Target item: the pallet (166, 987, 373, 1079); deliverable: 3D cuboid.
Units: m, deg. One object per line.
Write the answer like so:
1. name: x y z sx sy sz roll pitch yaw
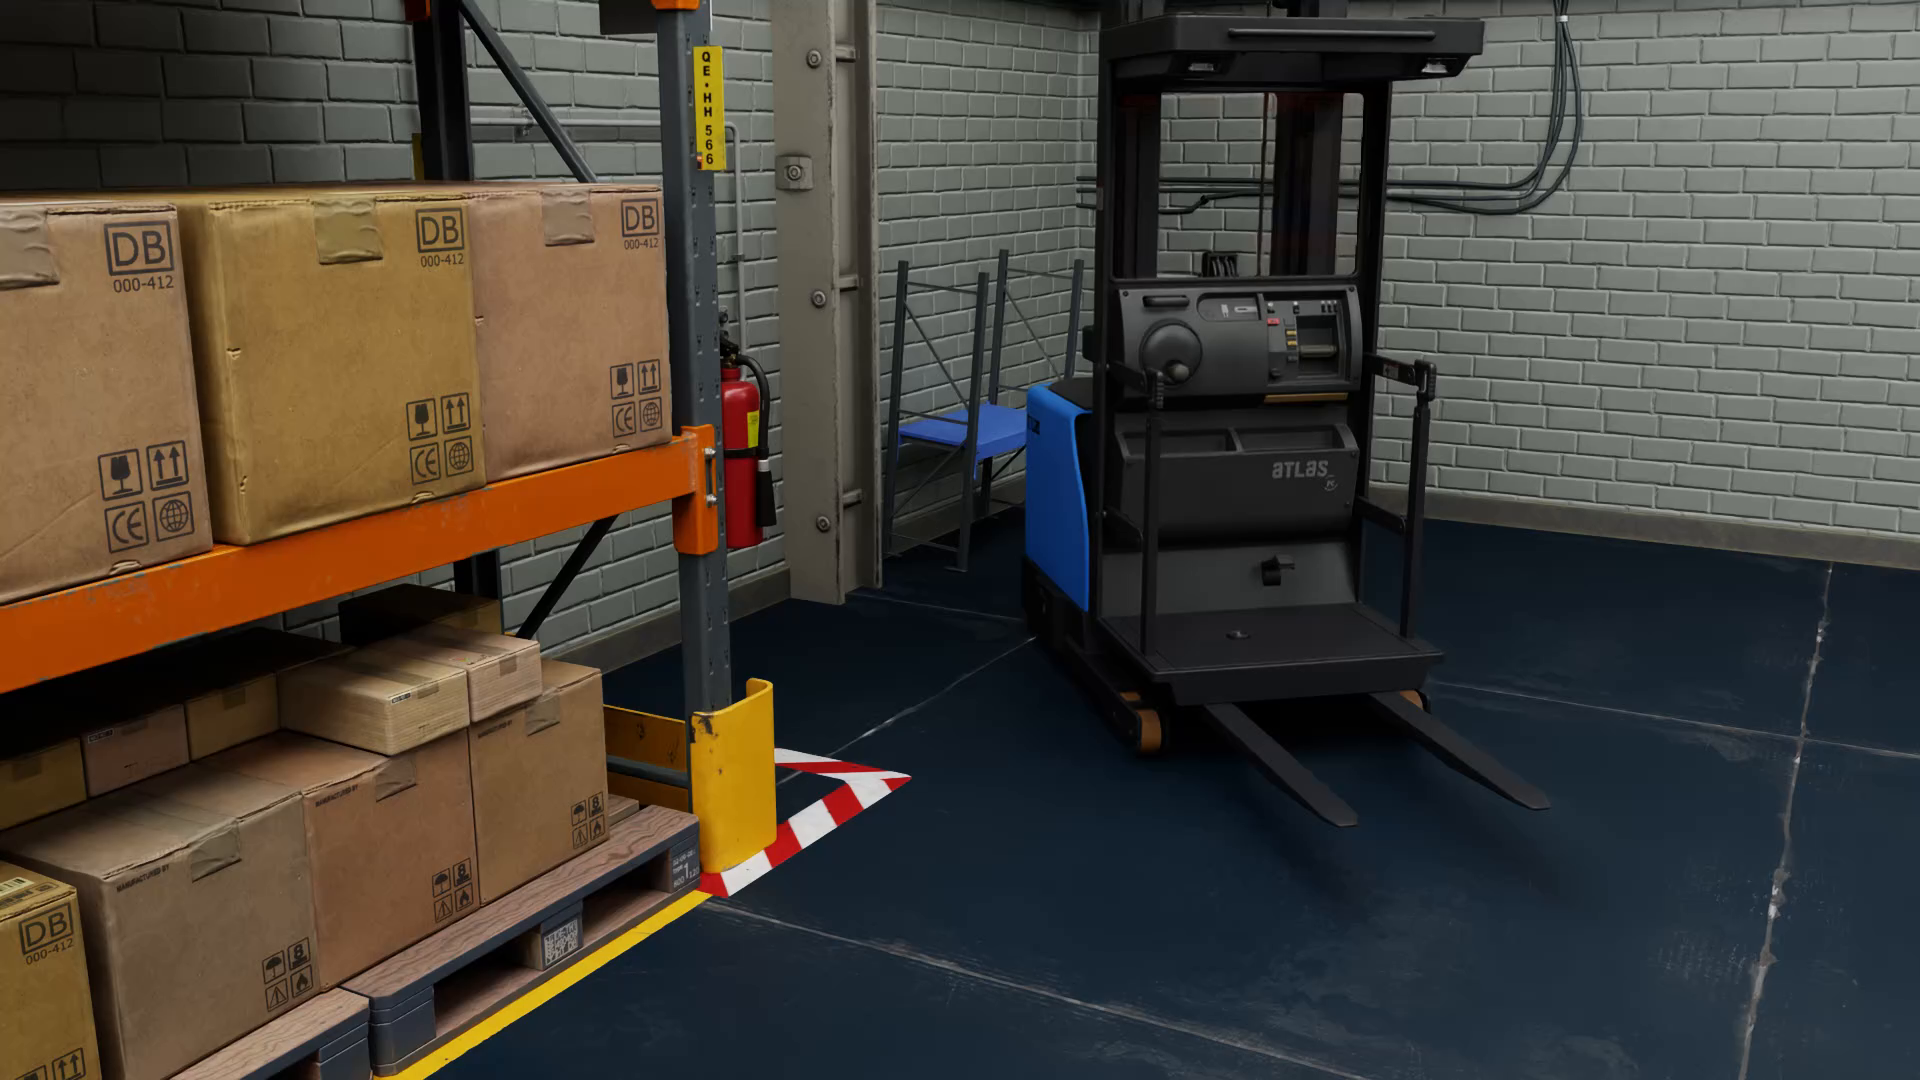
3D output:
1. pallet: -2.061 1.218 3.531 1.003 0.211 1.213 7 15 28

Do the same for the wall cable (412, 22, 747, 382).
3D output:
1. wall cable: -1.362 -1.424 6.371 0.084 1.984 1.851 7 15 28

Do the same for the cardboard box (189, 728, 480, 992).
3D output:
1. cardboard box: -1.645 0.709 4.131 0.700 0.500 0.500 7 15 28

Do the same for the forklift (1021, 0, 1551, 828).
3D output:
1. forklift: 1.085 -0.760 5.932 1.130 2.935 3.031 -3 14 -12

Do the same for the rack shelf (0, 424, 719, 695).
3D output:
1. rack shelf: -2.119 0.200 3.338 1.077 0.370 4.000 7 15 28

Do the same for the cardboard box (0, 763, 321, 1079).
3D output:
1. cardboard box: -1.888 0.812 3.703 0.700 0.500 0.500 7 15 26

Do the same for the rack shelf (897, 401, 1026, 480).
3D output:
1. rack shelf: 0.112 -0.536 8.736 0.538 0.185 1.000 13 18 28

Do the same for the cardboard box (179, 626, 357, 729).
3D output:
1. cardboard box: -1.762 0.346 4.250 0.380 0.149 0.250 7 15 28

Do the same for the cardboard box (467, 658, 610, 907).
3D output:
1. cardboard box: -1.403 0.606 4.557 0.700 0.500 0.500 7 15 28

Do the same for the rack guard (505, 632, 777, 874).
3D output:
1. rack guard: -1.141 0.650 5.269 1.175 0.500 0.348 7 15 28

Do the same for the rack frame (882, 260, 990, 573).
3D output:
1. rack frame: -0.133 -0.606 8.261 0.500 1.500 0.032 13 18 28

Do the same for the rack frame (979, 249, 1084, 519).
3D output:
1. rack frame: 0.383 -0.811 9.112 0.500 1.500 0.032 13 18 28

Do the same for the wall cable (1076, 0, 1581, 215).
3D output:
1. wall cable: 1.895 -3.087 9.262 3.097 2.526 0.112 7 15 28

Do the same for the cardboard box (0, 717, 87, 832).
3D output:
1. cardboard box: -2.129 0.503 3.602 0.380 0.149 0.250 8 15 29

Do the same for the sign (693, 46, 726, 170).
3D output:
1. sign: -0.684 -1.174 4.526 0.100 0.325 0.005 7 15 28

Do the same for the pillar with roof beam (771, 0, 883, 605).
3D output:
1. pillar with roof beam: 3.164 -3.641 4.934 9.100 9.000 0.400 7 15 28

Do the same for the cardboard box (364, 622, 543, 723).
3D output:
1. cardboard box: -1.306 0.338 4.286 0.380 0.149 0.250 7 15 27

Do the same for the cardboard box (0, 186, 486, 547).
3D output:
1. cardboard box: -1.732 -0.449 3.858 0.980 0.700 0.700 7 15 28

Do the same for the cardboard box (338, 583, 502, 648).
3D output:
1. cardboard box: -1.518 0.242 4.681 0.380 0.149 0.250 7 15 28

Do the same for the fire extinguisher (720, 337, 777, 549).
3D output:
1. fire extinguisher: -0.676 -0.320 4.920 0.296 0.674 0.183 7 15 28

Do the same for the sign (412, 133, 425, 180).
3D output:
1. sign: -1.635 -1.083 5.111 0.100 0.325 0.005 7 15 28

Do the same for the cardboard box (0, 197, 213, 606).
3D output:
1. cardboard box: -2.109 -0.294 3.213 0.980 0.700 0.700 7 15 25

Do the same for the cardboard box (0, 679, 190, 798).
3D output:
1. cardboard box: -2.006 0.450 3.820 0.380 0.149 0.250 8 16 29

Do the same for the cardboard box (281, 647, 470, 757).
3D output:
1. cardboard box: -1.429 0.390 4.068 0.380 0.149 0.250 8 16 30

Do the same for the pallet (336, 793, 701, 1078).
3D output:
1. pallet: -1.471 0.969 4.565 1.003 0.211 1.213 7 15 28

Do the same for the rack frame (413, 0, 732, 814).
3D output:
1. rack frame: -1.153 -0.560 4.956 1.000 3.000 0.127 7 15 28

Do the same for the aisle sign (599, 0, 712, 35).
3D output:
1. aisle sign: -0.855 -1.804 4.571 0.394 0.787 0.004 7 15 28

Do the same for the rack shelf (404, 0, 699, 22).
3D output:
1. rack shelf: -2.119 -1.258 2.987 1.077 0.370 4.000 7 15 28

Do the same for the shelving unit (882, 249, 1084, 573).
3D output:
1. shelving unit: 0.125 -0.708 8.686 0.538 1.500 1.048 13 18 28

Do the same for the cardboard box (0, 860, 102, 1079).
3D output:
1. cardboard box: -2.139 0.922 3.246 0.700 0.500 0.500 8 16 29

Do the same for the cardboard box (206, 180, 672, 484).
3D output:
1. cardboard box: -1.390 -0.600 4.482 0.980 0.700 0.700 8 16 31

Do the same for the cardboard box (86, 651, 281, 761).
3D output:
1. cardboard box: -1.884 0.398 4.037 0.380 0.149 0.250 8 15 29
